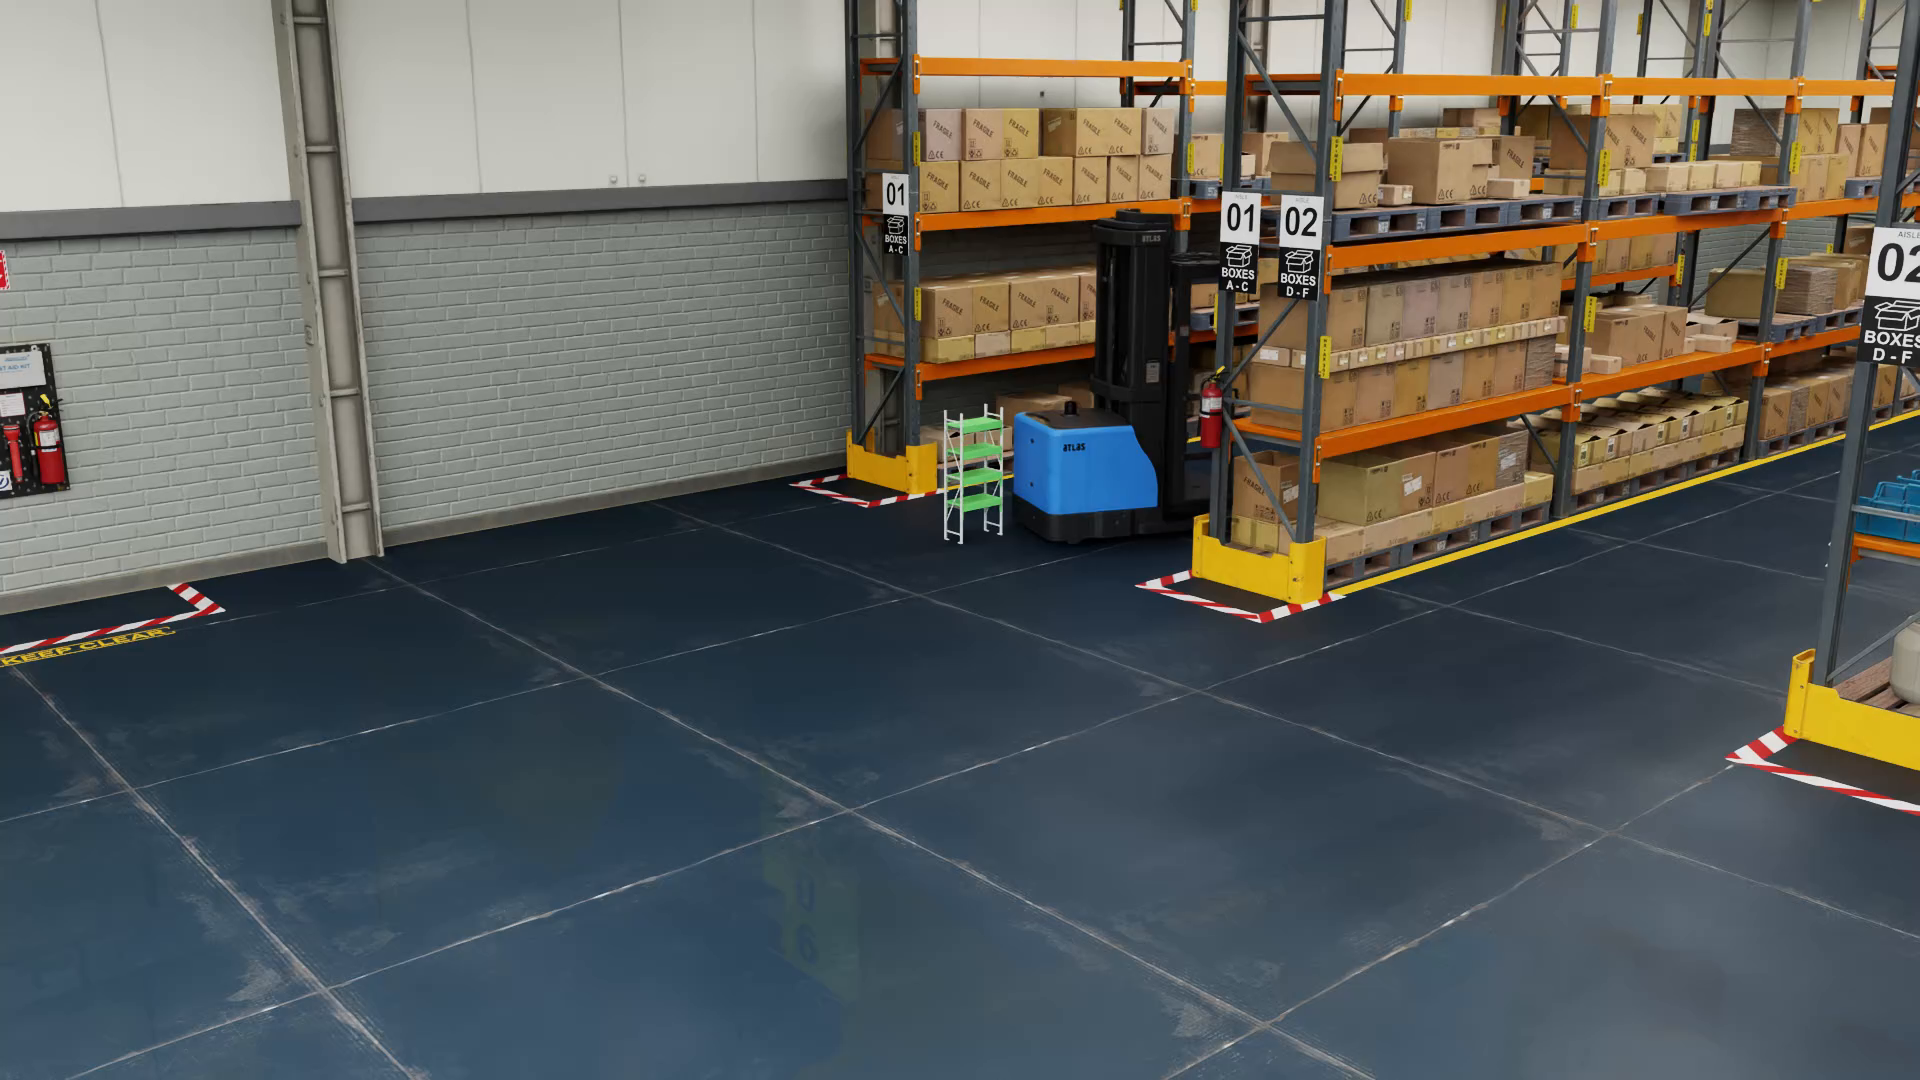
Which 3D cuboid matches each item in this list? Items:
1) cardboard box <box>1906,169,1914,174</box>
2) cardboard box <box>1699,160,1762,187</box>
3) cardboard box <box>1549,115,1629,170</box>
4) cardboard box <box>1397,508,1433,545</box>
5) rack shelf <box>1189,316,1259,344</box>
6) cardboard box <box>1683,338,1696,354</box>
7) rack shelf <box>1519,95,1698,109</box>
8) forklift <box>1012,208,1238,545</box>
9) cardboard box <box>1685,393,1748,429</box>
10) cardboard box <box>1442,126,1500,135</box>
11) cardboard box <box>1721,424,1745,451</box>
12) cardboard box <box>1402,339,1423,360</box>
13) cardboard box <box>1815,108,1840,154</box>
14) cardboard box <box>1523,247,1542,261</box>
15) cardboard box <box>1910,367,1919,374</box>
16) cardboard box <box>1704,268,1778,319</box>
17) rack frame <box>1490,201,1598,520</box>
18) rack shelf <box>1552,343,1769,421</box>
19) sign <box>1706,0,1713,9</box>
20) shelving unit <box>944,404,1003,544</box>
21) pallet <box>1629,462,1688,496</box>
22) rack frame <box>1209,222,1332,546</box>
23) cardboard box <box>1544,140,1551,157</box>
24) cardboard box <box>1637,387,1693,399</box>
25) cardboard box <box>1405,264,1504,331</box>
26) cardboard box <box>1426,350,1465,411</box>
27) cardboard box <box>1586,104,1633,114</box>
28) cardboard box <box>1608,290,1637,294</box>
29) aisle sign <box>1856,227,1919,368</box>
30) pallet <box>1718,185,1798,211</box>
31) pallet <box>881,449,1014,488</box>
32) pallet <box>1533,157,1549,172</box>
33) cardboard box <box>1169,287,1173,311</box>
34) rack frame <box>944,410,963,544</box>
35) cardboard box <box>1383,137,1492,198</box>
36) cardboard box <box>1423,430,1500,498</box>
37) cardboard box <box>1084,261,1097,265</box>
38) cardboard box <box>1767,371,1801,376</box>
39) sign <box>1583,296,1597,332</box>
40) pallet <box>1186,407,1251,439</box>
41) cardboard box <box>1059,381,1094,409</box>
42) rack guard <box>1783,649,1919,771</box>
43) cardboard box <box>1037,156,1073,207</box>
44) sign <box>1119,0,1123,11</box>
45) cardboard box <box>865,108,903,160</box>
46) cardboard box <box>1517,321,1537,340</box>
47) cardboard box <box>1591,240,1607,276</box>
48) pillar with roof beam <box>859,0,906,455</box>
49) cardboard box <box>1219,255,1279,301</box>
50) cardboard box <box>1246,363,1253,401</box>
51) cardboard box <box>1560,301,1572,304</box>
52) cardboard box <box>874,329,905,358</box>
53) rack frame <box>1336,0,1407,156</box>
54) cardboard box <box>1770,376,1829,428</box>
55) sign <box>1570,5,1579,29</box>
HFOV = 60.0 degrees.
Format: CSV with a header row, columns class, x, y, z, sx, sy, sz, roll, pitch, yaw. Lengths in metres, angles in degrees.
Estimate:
class,x,y,z,sx,sy,sz,roll,pitch,yaw
cardboard box,12.057,-4.517,20.824,0.500,0.250,0.500,-13,19,-39
cardboard box,8.205,-3.920,17.777,0.500,0.250,0.500,14,21,43
cardboard box,5.984,-3.789,15.834,0.500,0.500,0.500,-12,19,-39
cardboard box,3.778,-0.165,14.569,0.500,0.250,0.500,-13,19,-39
rack shelf,3.747,-2.705,20.960,4.000,0.370,1.077,-13,19,-39
cardboard box,7.586,-2.080,17.710,0.250,0.149,0.380,-11,18,-35
rack shelf,9.782,-6.766,25.311,4.000,0.370,1.077,-13,19,-39
forklift,2.066,-1.582,15.494,3.031,2.935,1.130,-5,16,-18
cardboard box,8.277,-1.437,18.244,0.500,0.311,0.500,-12,19,-38
cardboard box,7.160,-5.545,23.337,0.500,0.500,0.700,-13,20,-40
cardboard box,8.274,-1.166,18.317,0.500,0.250,0.500,-12,19,-38
cardboard box,3.691,-1.634,14.105,0.250,0.149,0.380,-14,20,-41
cardboard box,9.613,-4.654,18.917,0.500,0.500,0.500,-13,19,-39
cardboard box,8.091,-4.144,24.142,0.500,0.500,0.500,-13,20,-40
cardboard box,12.942,-2.431,22.525,0.637,0.503,0.797,-13,19,-39
cardboard box,8.912,-2.808,18.942,0.700,0.500,0.500,8,17,28
rack frame,5.493,-1.750,15.990,0.127,3.000,1.000,-13,19,-39
rack shelf,7.002,-1.742,17.352,4.000,0.370,1.077,-13,19,-39
sign,8.147,-5.920,18.012,0.005,0.325,0.100,-13,19,-39
shelving unit,0.125,-0.608,15.200,0.503,1.200,0.258,-13,19,-39
pallet,6.944,-0.743,17.624,1.213,0.211,1.003,-13,19,-39
rack frame,2.476,-1.073,13.454,0.127,3.000,1.000,-13,19,-39
cardboard box,8.968,-5.763,24.483,0.500,0.250,0.500,-13,20,-40
cardboard box,7.923,-1.542,18.637,0.500,0.311,0.500,-12,19,-38
cardboard box,4.404,-2.179,14.886,0.500,0.500,0.700,-13,20,-39
cardboard box,4.002,-1.460,14.711,0.500,0.500,0.700,-12,19,-38
cardboard box,9.748,-6.299,25.036,0.500,0.500,0.500,-12,19,-39
cardboard box,10.792,-3.978,27.102,0.250,0.149,0.380,-12,19,-39
aisle sign,5.475,-1.409,9.677,0.004,0.787,0.394,-13,19,-39
pallet,8.057,-3.654,17.669,1.003,0.211,1.213,-12,19,-37
pallet,-0.086,-0.833,17.959,1.213,0.211,1.003,-13,19,-39
pallet,8.898,-5.612,24.808,1.213,0.211,1.003,-13,19,-39
cardboard box,2.085,-2.873,18.993,0.500,0.500,0.500,-13,20,-39
rack frame,-0.059,-0.566,15.045,0.015,1.200,0.240,-13,19,-39
cardboard box,4.168,-3.266,14.565,0.637,0.503,0.797,-10,18,-33
cardboard box,4.527,-0.698,15.113,0.500,0.500,0.500,-13,19,-39
cardboard box,1.747,-2.975,19.373,0.500,0.500,0.500,-13,20,-41
cardboard box,9.845,-1.815,20.223,0.500,0.500,0.500,-14,20,-41
sign,5.859,-2.099,15.465,0.005,0.325,0.100,-13,19,-39
pallet,2.825,-1.499,20.453,1.213,0.211,1.003,-13,19,-39
cardboard box,1.482,-1.535,19.177,0.500,0.500,0.500,14,21,43
rack guard,5.751,1.078,10.246,0.348,0.500,1.175,-13,19,-39
cardboard box,0.845,-3.819,17.691,0.500,0.500,0.500,-11,19,-36
sign,1.870,-6.247,19.084,0.005,0.325,0.100,-13,19,-39
cardboard box,-0.625,-4.151,16.994,0.500,0.500,0.500,-12,19,-37
cardboard box,5.045,-1.938,15.242,0.250,0.149,0.380,-13,20,-41
cardboard box,9.248,-4.426,25.425,0.700,0.700,0.980,-13,20,-41
pillar with roof beam,2.007,-4.384,14.224,0.400,9.000,9.100,-13,19,-39
cardboard box,3.547,-3.265,20.616,0.500,0.500,0.700,-10,18,-32
cardboard box,3.551,-2.023,21.002,0.500,0.500,0.700,-12,19,-39
cardboard box,9.260,-3.633,25.812,0.250,0.149,0.380,-13,20,-41
cardboard box,-0.554,-2.091,17.516,0.500,0.250,0.500,-12,19,-39
rack frame,5.256,-6.290,21.361,0.127,3.000,1.000,-13,19,-39
cardboard box,9.815,-1.628,19.524,0.500,0.500,0.500,-13,20,-40
sign,8.639,-7.354,23.379,0.005,0.325,0.100,-13,19,-39
